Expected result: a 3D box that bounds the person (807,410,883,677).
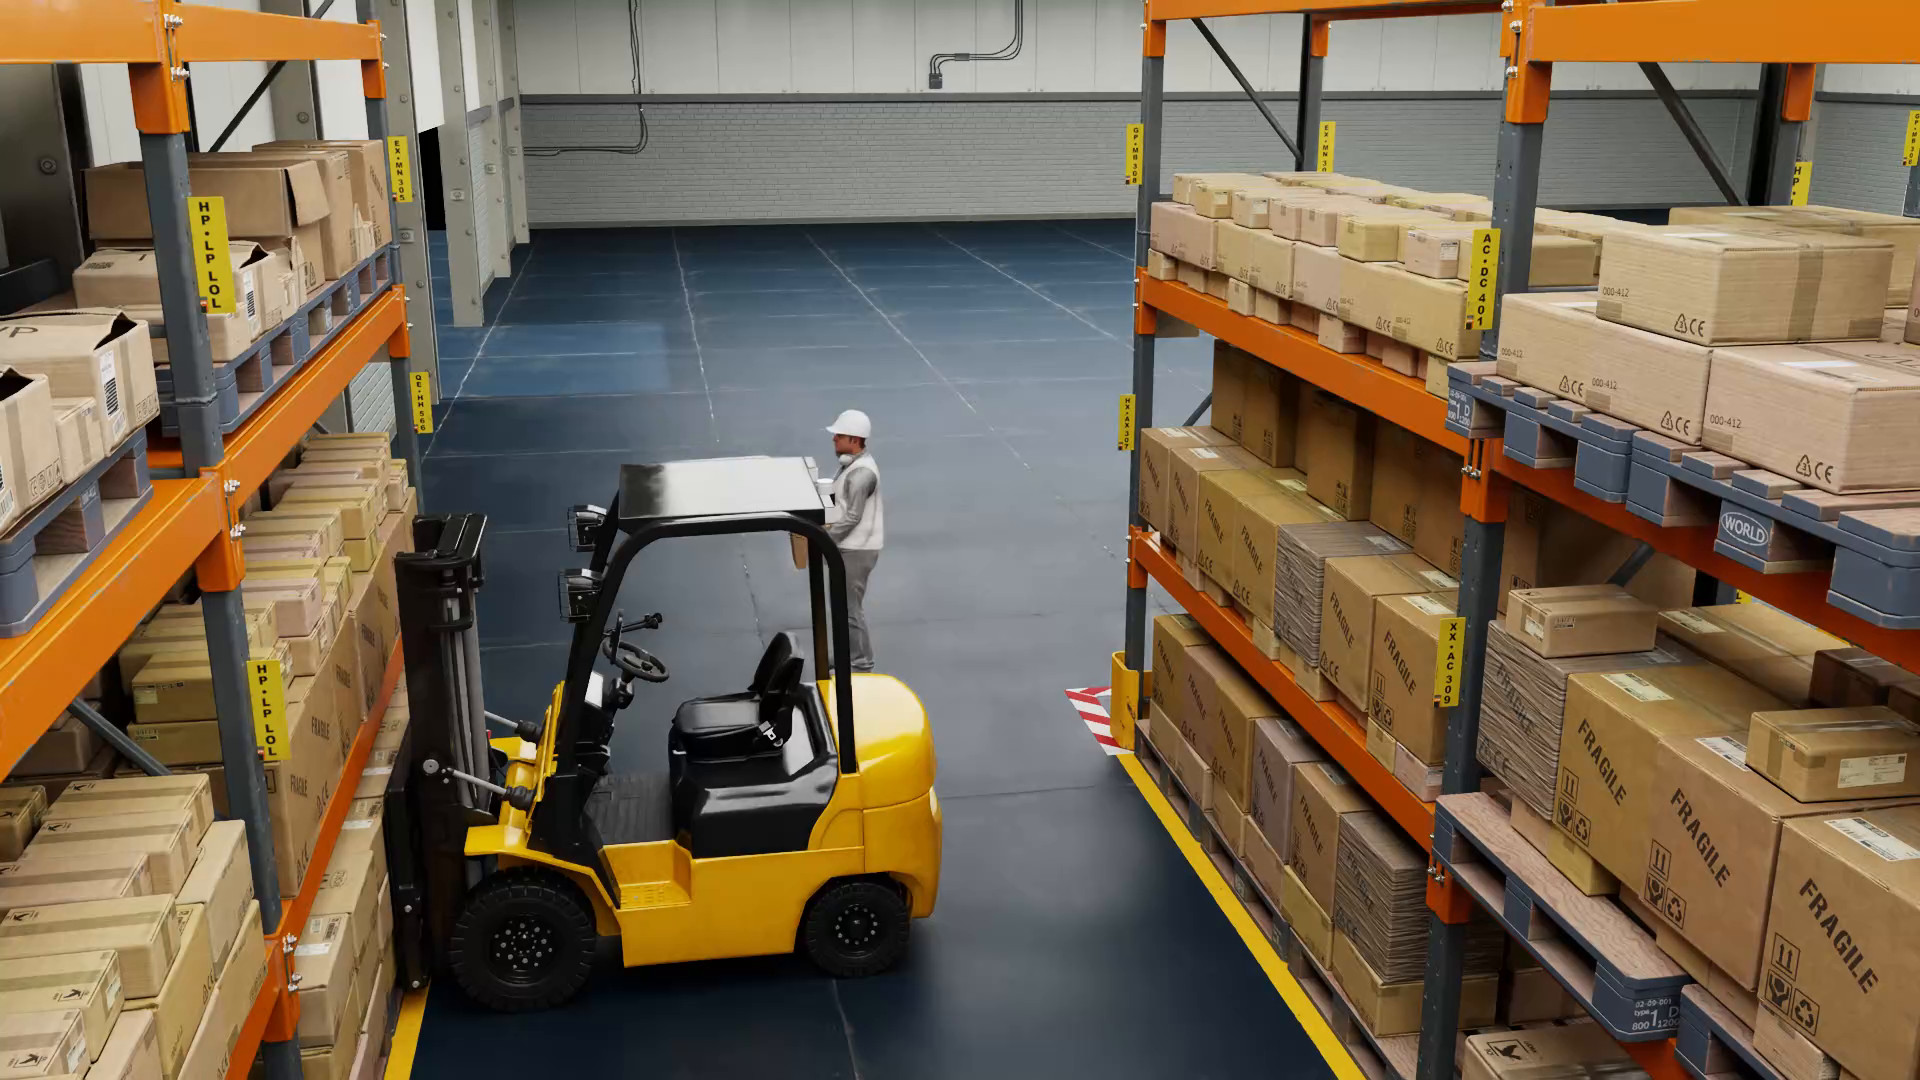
[{"bbox_3d":[-0.759,0.026,10.884,0.513,1.779,0.536,-3,17,-11],"label":"person"}]
